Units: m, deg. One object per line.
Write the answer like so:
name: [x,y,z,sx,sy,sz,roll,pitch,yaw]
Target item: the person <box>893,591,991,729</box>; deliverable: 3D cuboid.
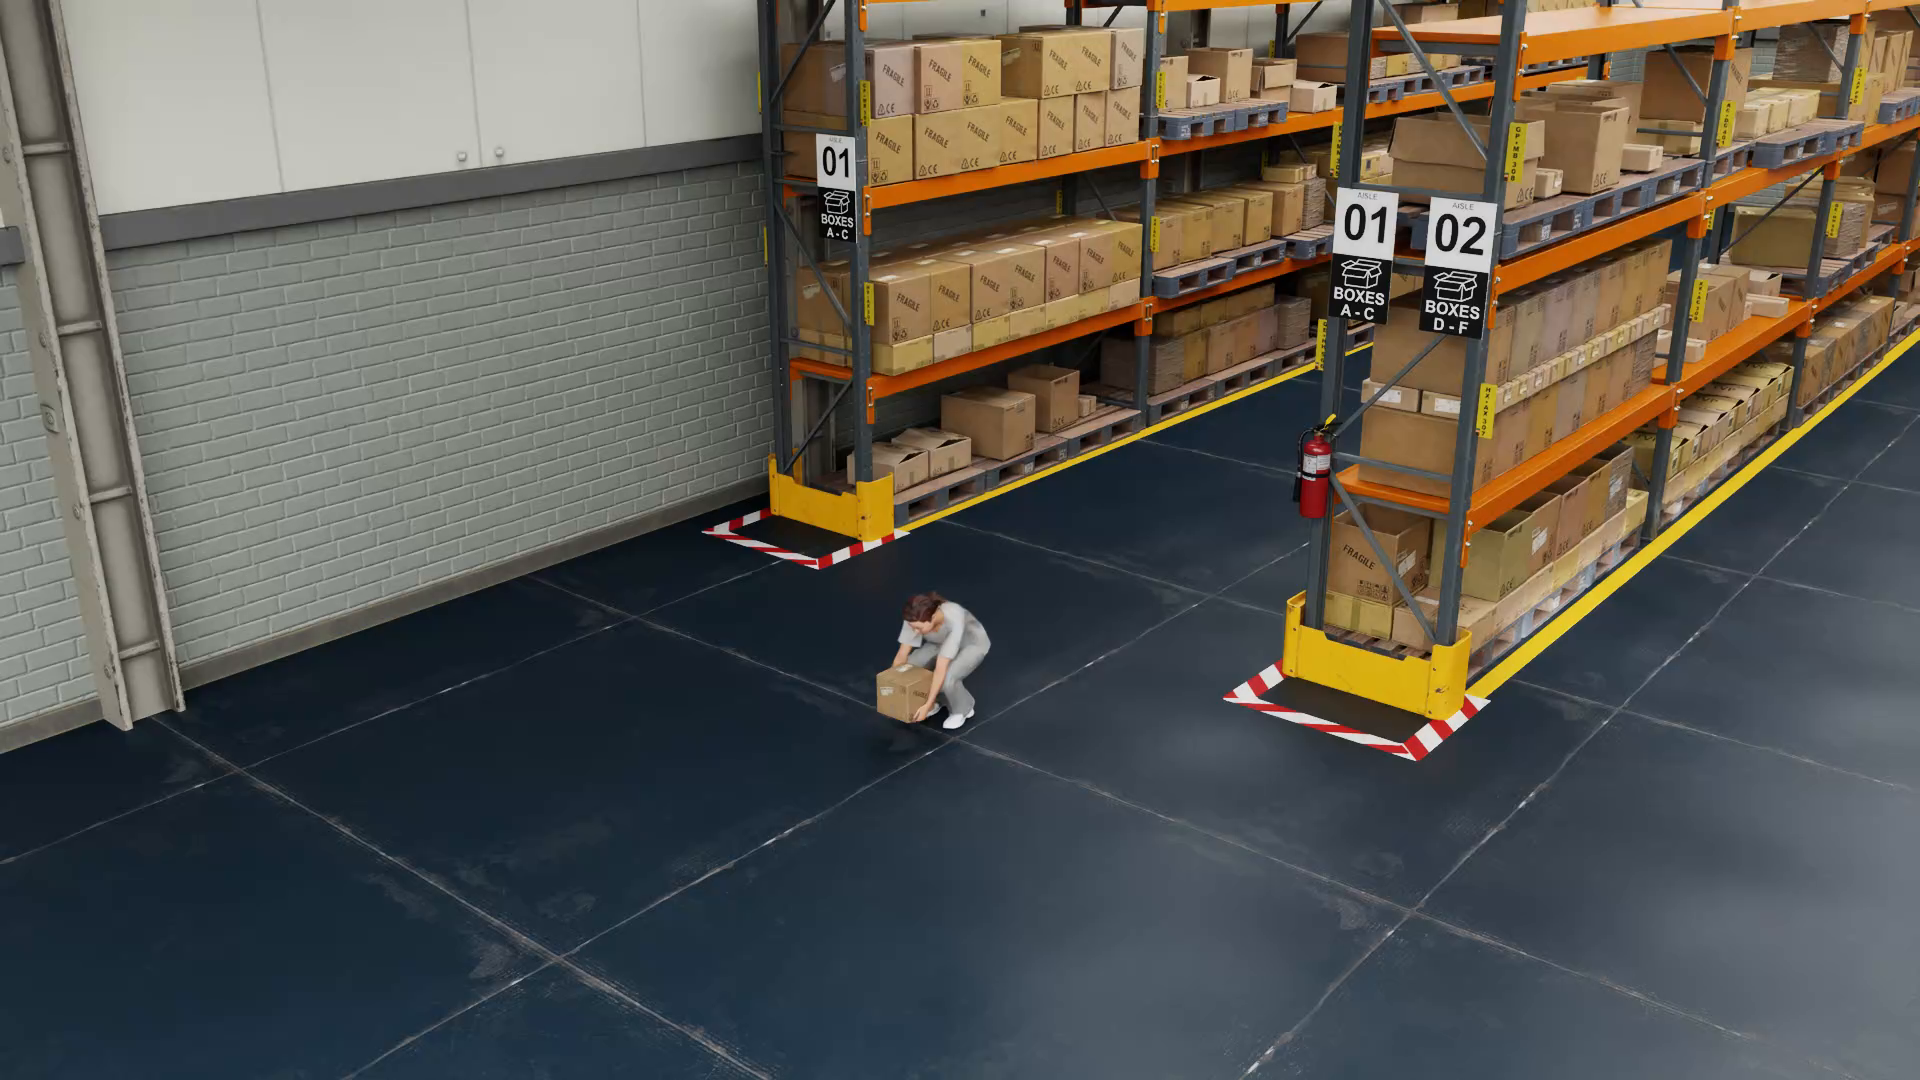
person: [-0.133,0.697,10.243,0.465,0.955,0.804,15,25,35]
